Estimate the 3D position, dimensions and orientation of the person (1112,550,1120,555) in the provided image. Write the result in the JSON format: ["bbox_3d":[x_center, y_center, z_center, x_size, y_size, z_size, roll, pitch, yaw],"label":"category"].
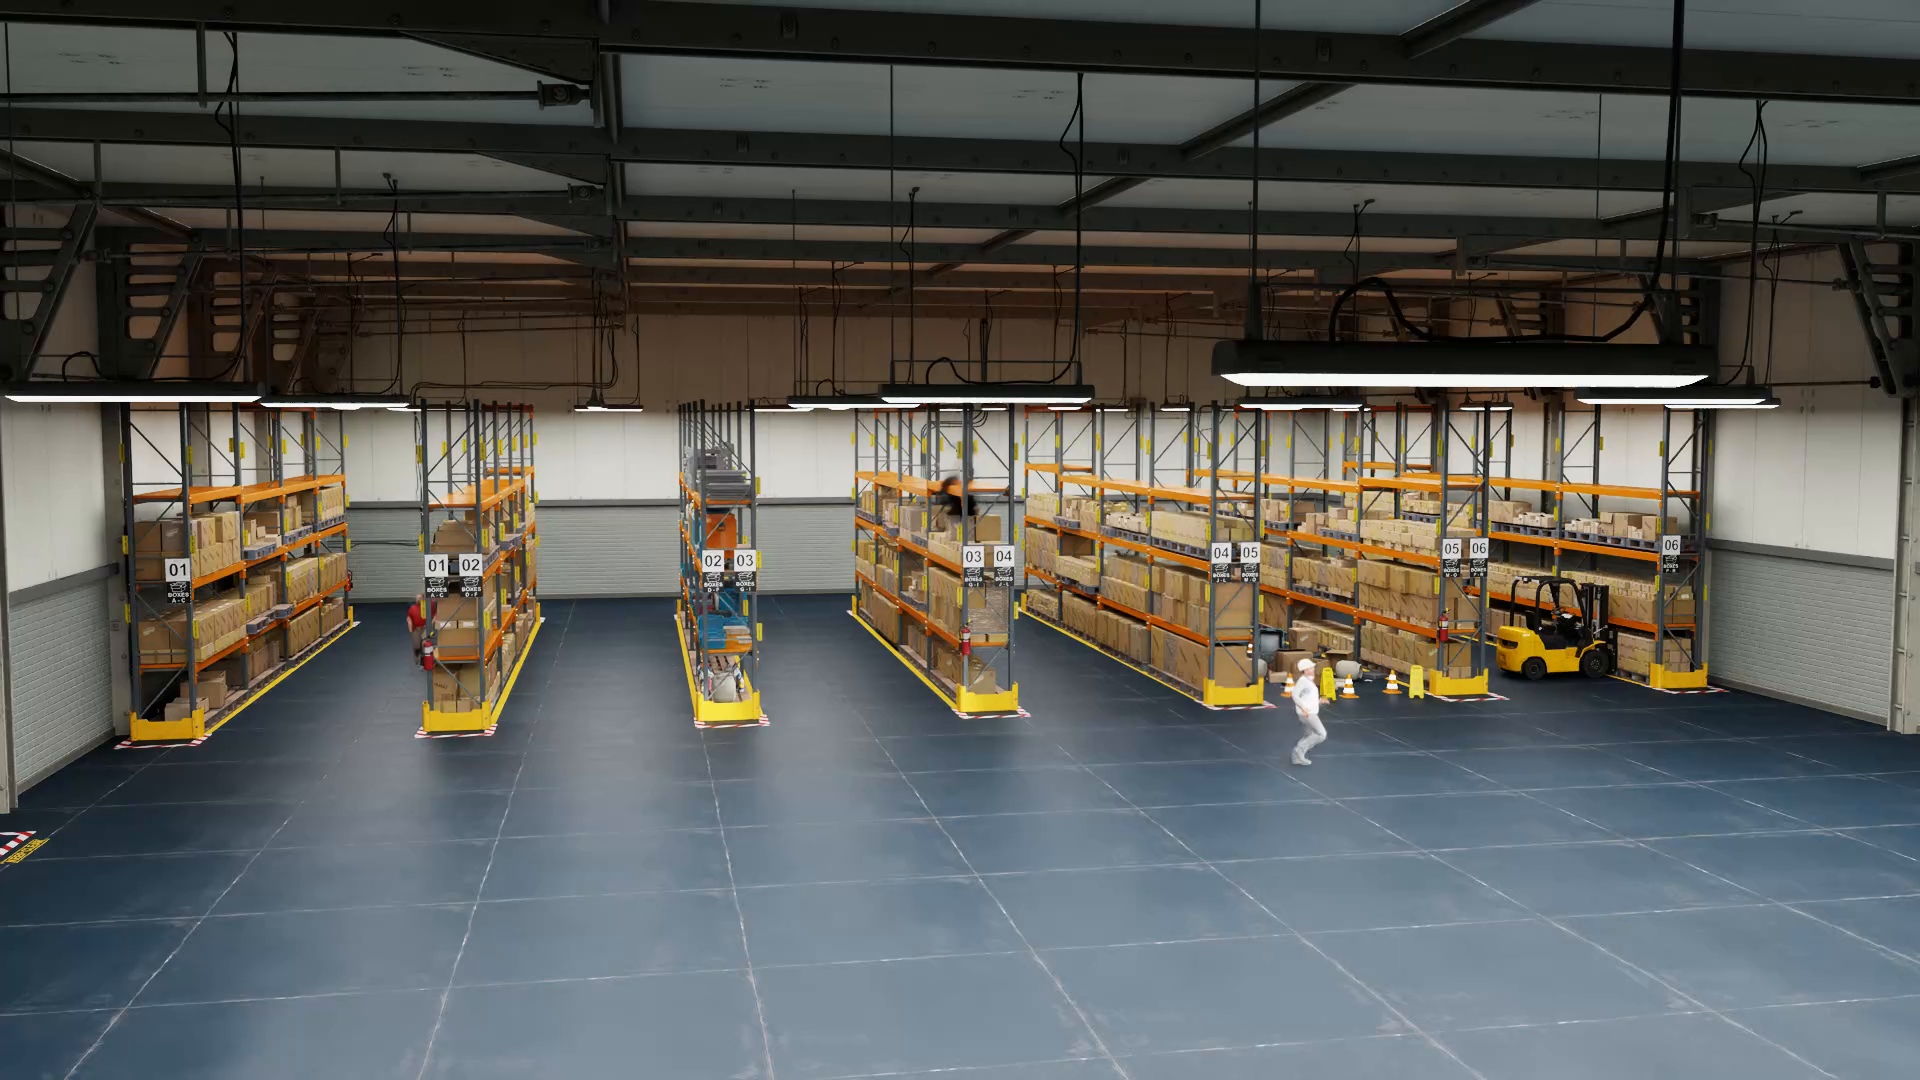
[{"bbox_3d":[4.714,1.110,50.344,0.545,1.636,0.566,-1,4,-10],"label":"person"}]

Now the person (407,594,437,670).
[{"bbox_3d":[-12.114,2.063,37.450,0.653,1.700,0.647,-1,4,-9],"label":"person"}]

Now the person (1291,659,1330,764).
[{"bbox_3d":[5.707,2.805,27.075,0.605,1.731,0.645,1,4,15],"label":"person"}]
